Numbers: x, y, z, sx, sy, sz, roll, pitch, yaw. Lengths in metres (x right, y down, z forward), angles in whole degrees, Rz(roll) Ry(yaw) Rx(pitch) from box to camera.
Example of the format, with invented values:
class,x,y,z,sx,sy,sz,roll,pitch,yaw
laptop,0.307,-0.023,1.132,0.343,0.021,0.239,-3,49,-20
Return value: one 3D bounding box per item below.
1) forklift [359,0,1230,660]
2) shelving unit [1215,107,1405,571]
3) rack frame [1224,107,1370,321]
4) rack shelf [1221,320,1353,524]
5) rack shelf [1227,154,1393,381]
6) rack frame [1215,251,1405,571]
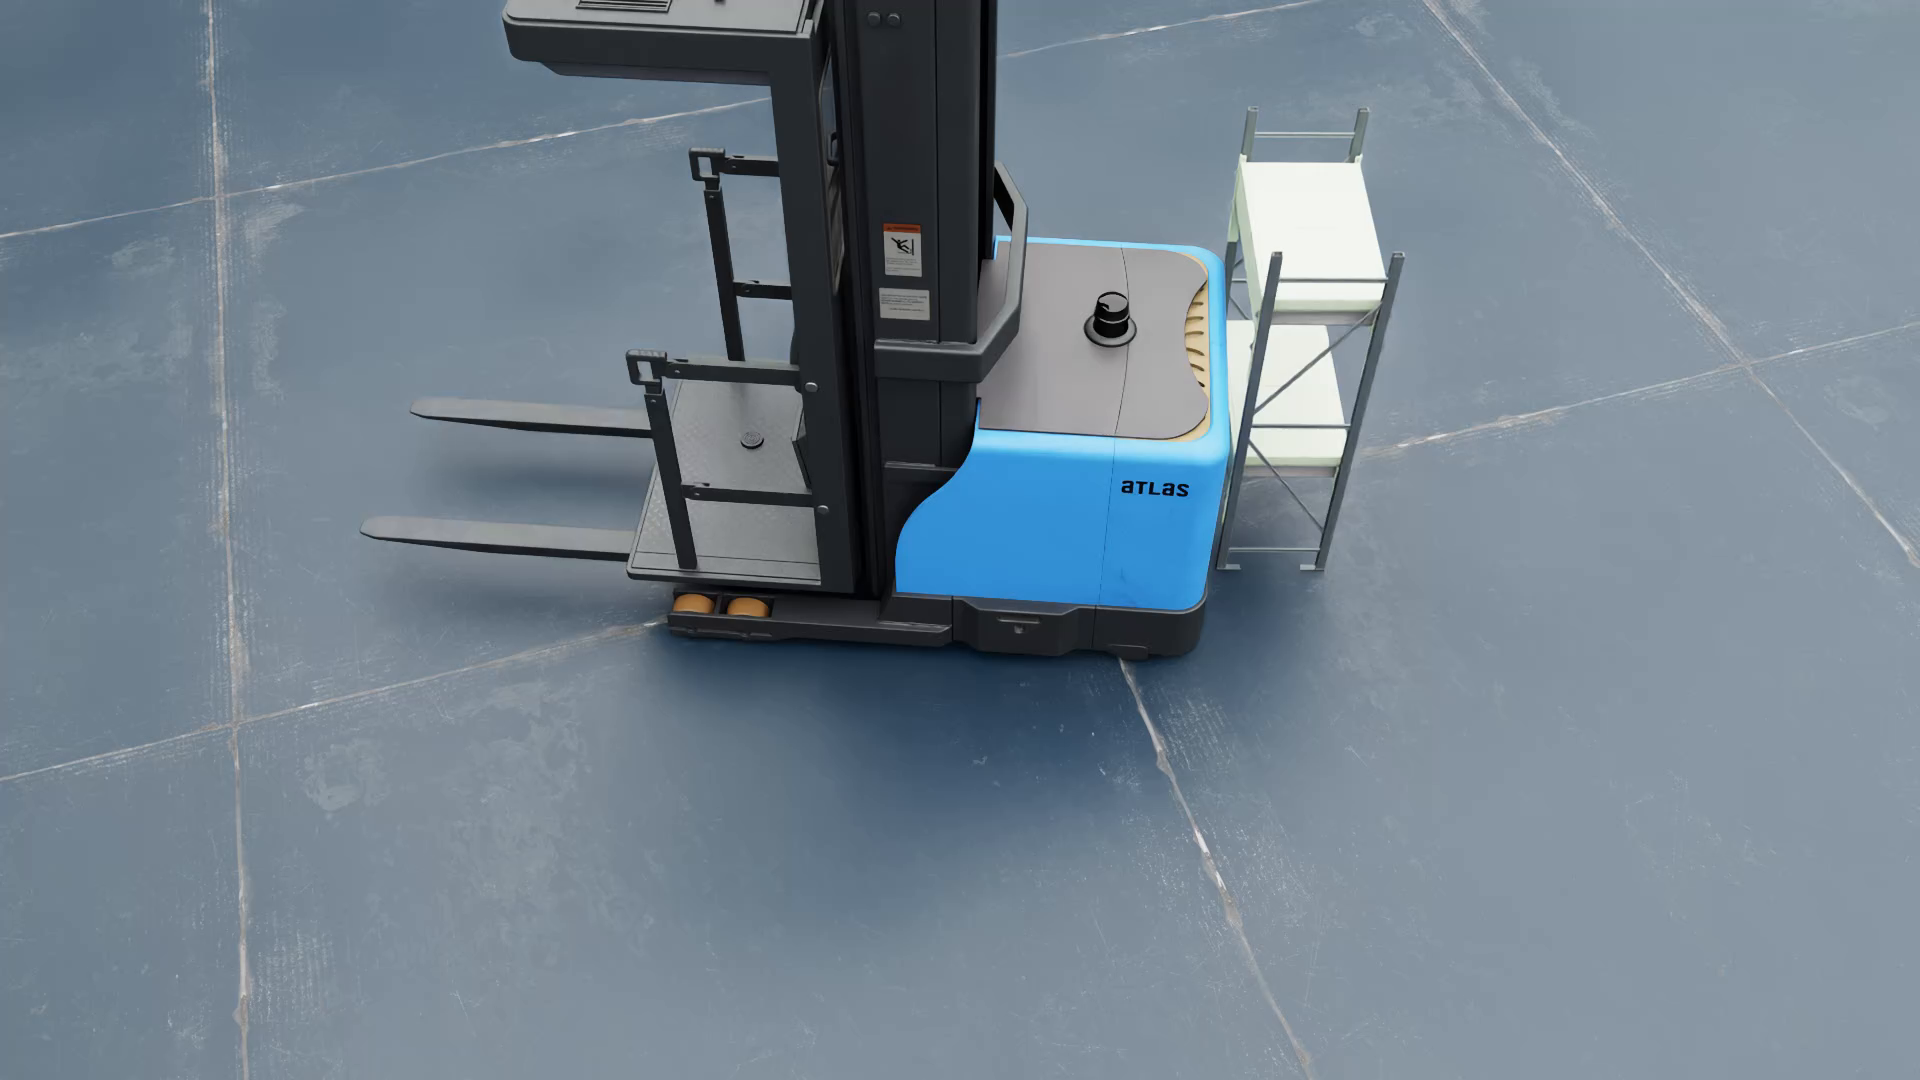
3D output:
class,x,y,z,sx,sy,sz,roll,pitch,yaw
forklift,-0.626,-0.985,5.164,3.031,2.935,1.130,4,50,3
shelving unit,1.149,-0.659,5.823,0.431,1.500,0.755,0,50,1
rack frame,1.154,-0.939,6.059,0.400,1.500,0.023,0,50,1
rack shelf,1.150,-0.449,6.072,0.431,0.370,0.720,0,50,1
rack shelf,1.147,-0.911,5.525,0.431,0.370,0.720,0,50,1
rack frame,1.144,-0.379,5.587,0.400,1.500,0.023,0,50,1
